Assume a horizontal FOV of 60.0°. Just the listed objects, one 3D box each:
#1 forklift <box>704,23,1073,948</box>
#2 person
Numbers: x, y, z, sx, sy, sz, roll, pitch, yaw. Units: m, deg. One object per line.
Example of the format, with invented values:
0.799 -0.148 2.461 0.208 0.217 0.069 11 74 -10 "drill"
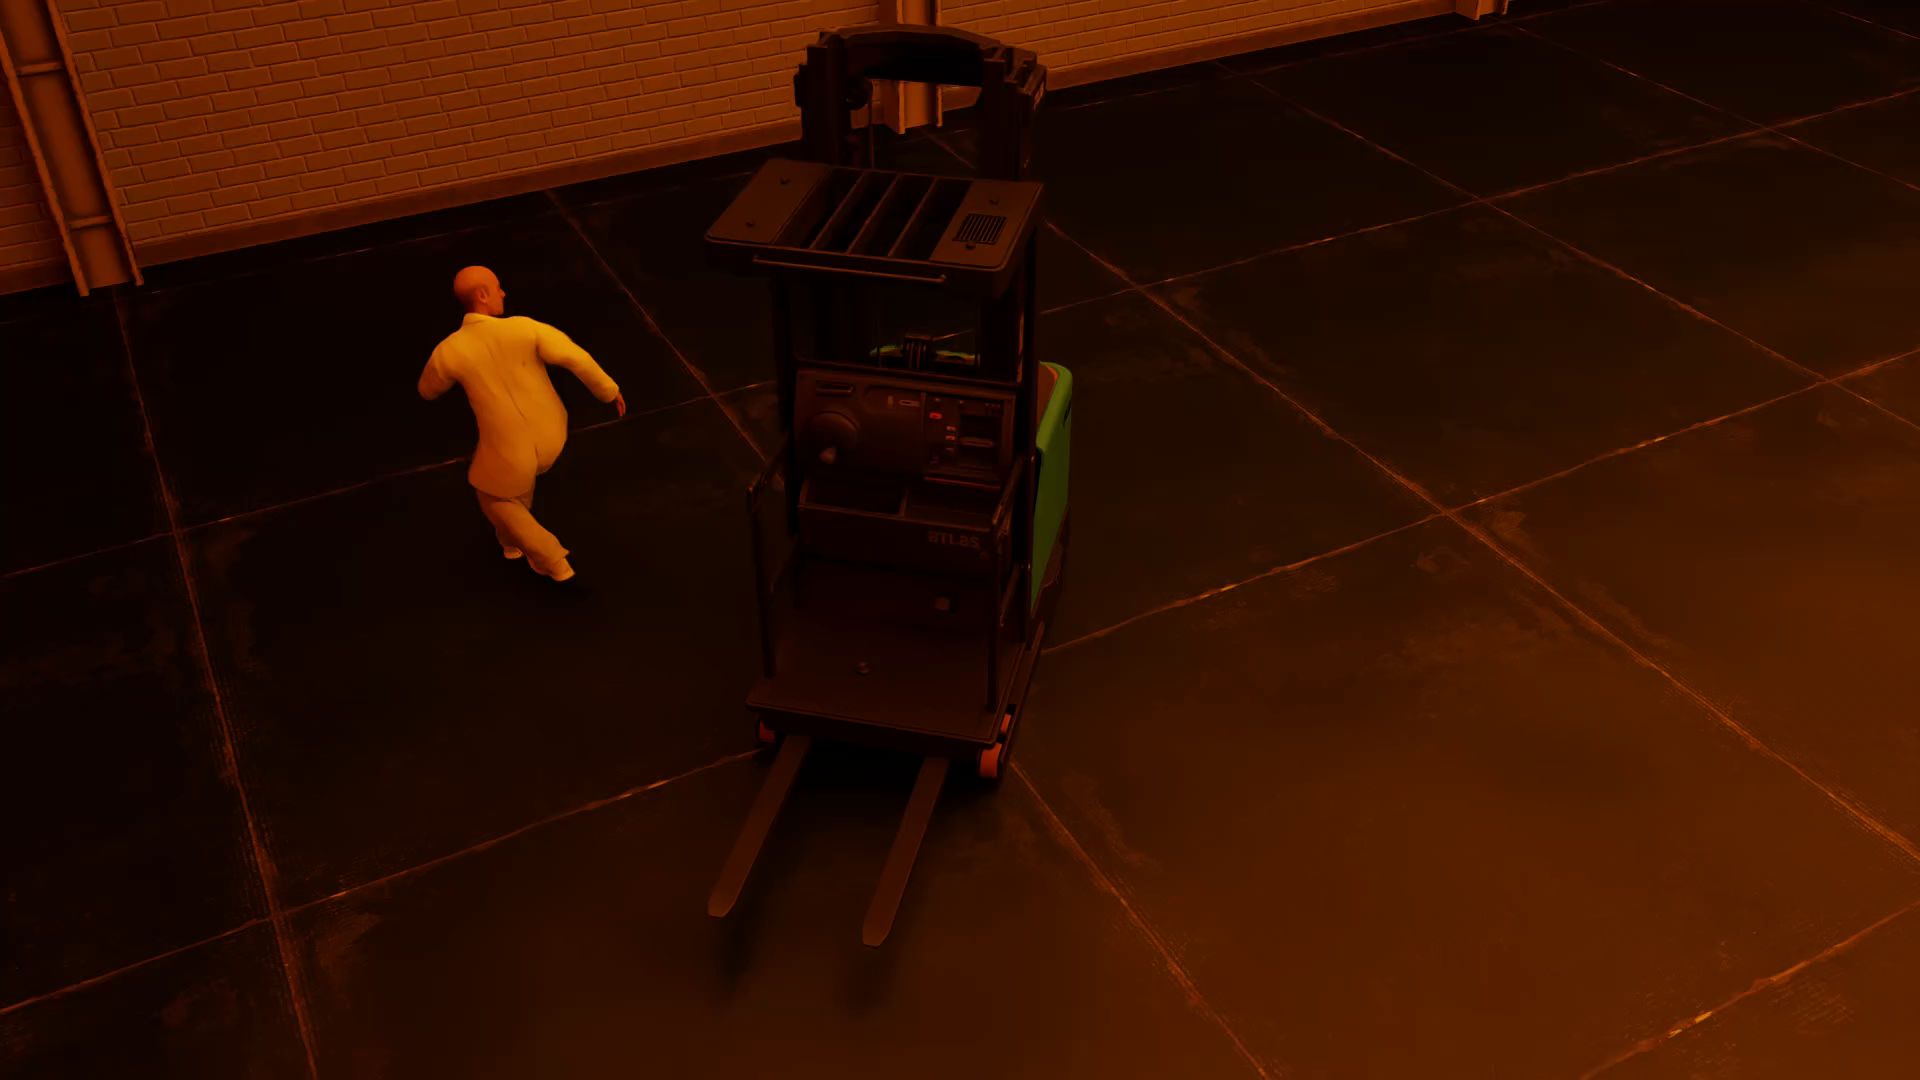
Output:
-0.281 -0.404 6.695 1.130 2.935 3.031 8 36 11 "forklift"
-2.123 -0.603 8.118 0.912 1.644 0.907 -18 39 -23 "person"
